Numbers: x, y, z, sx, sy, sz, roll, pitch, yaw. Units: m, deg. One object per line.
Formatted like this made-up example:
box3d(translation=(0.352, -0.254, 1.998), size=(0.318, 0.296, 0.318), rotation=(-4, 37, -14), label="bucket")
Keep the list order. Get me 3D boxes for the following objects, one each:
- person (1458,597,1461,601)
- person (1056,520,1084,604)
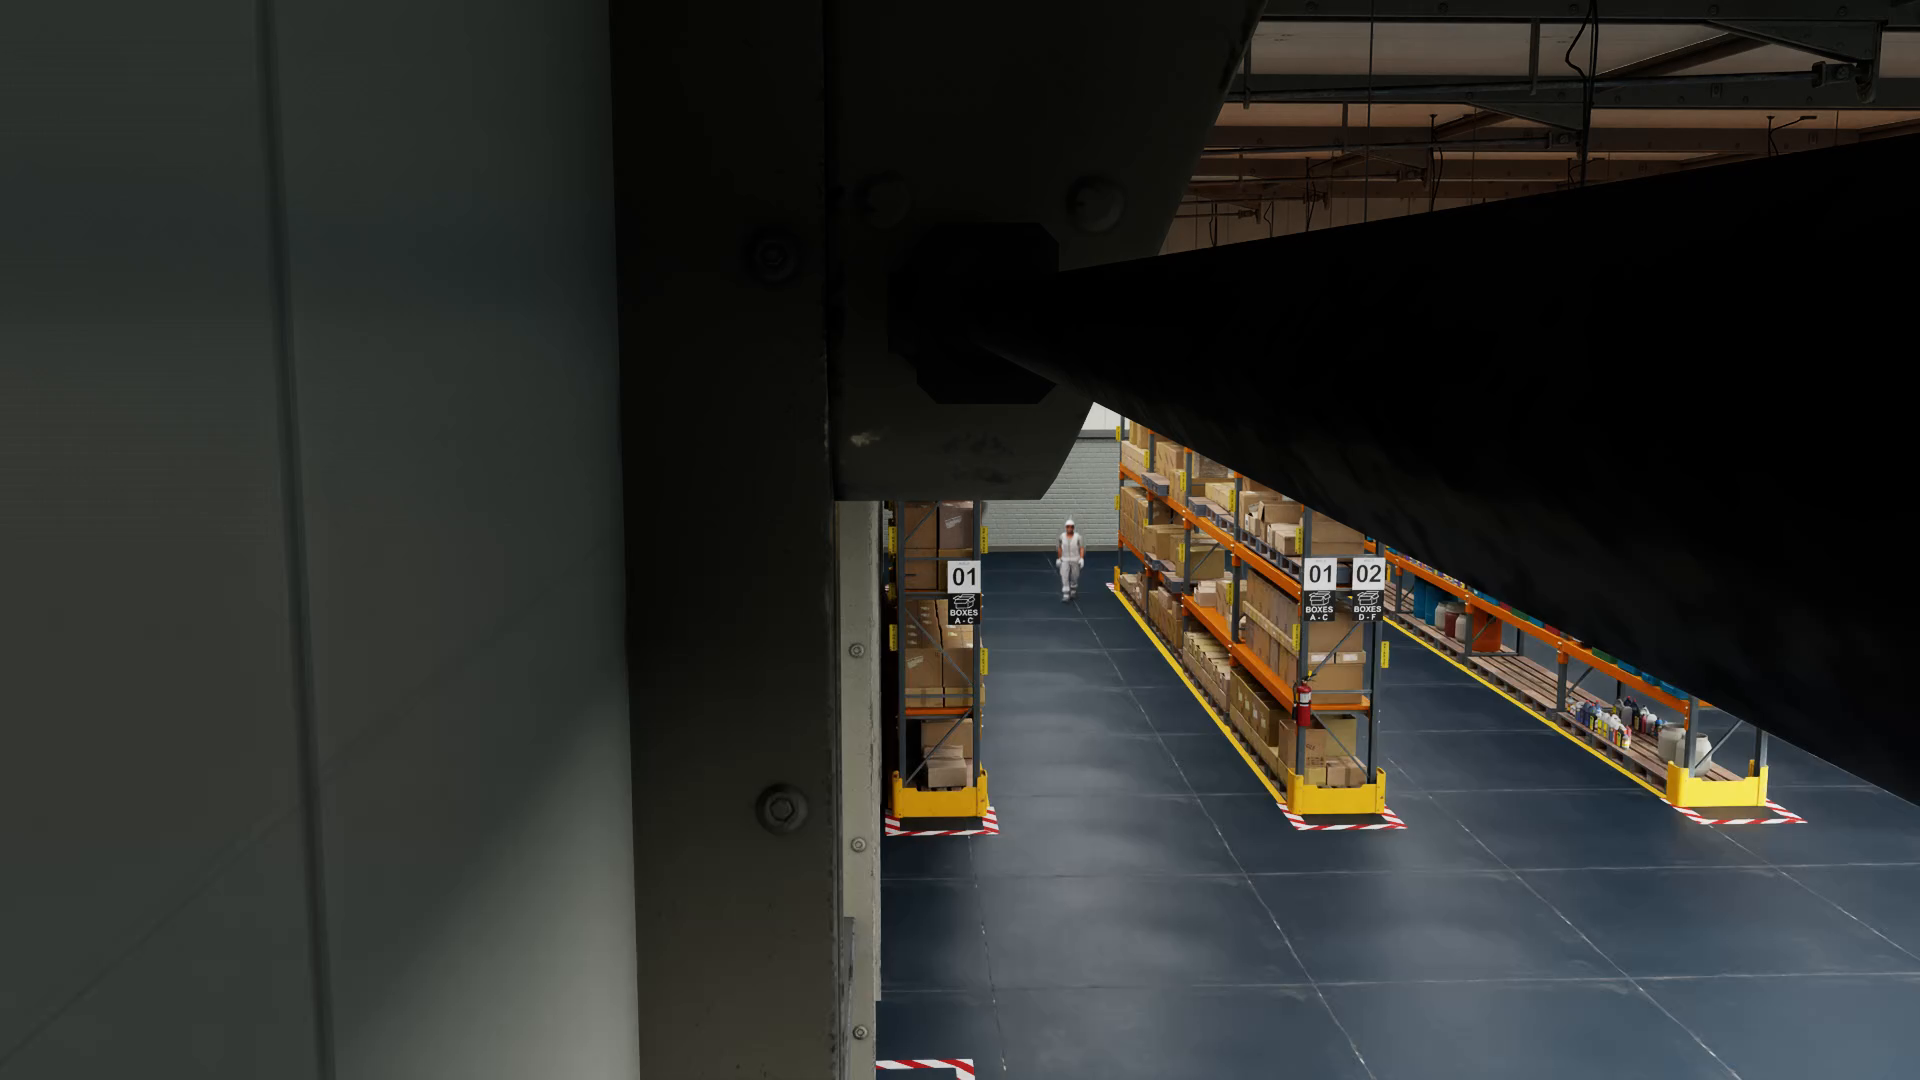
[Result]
box3d(translation=(10.356, 0.691, 33.733), size=(0.551, 1.589, 0.929), rotation=(-3, 9, -19), label="person")
box3d(translation=(2.309, 0.442, 34.892), size=(0.595, 1.725, 1.111), rotation=(1, 8, 4), label="person")
